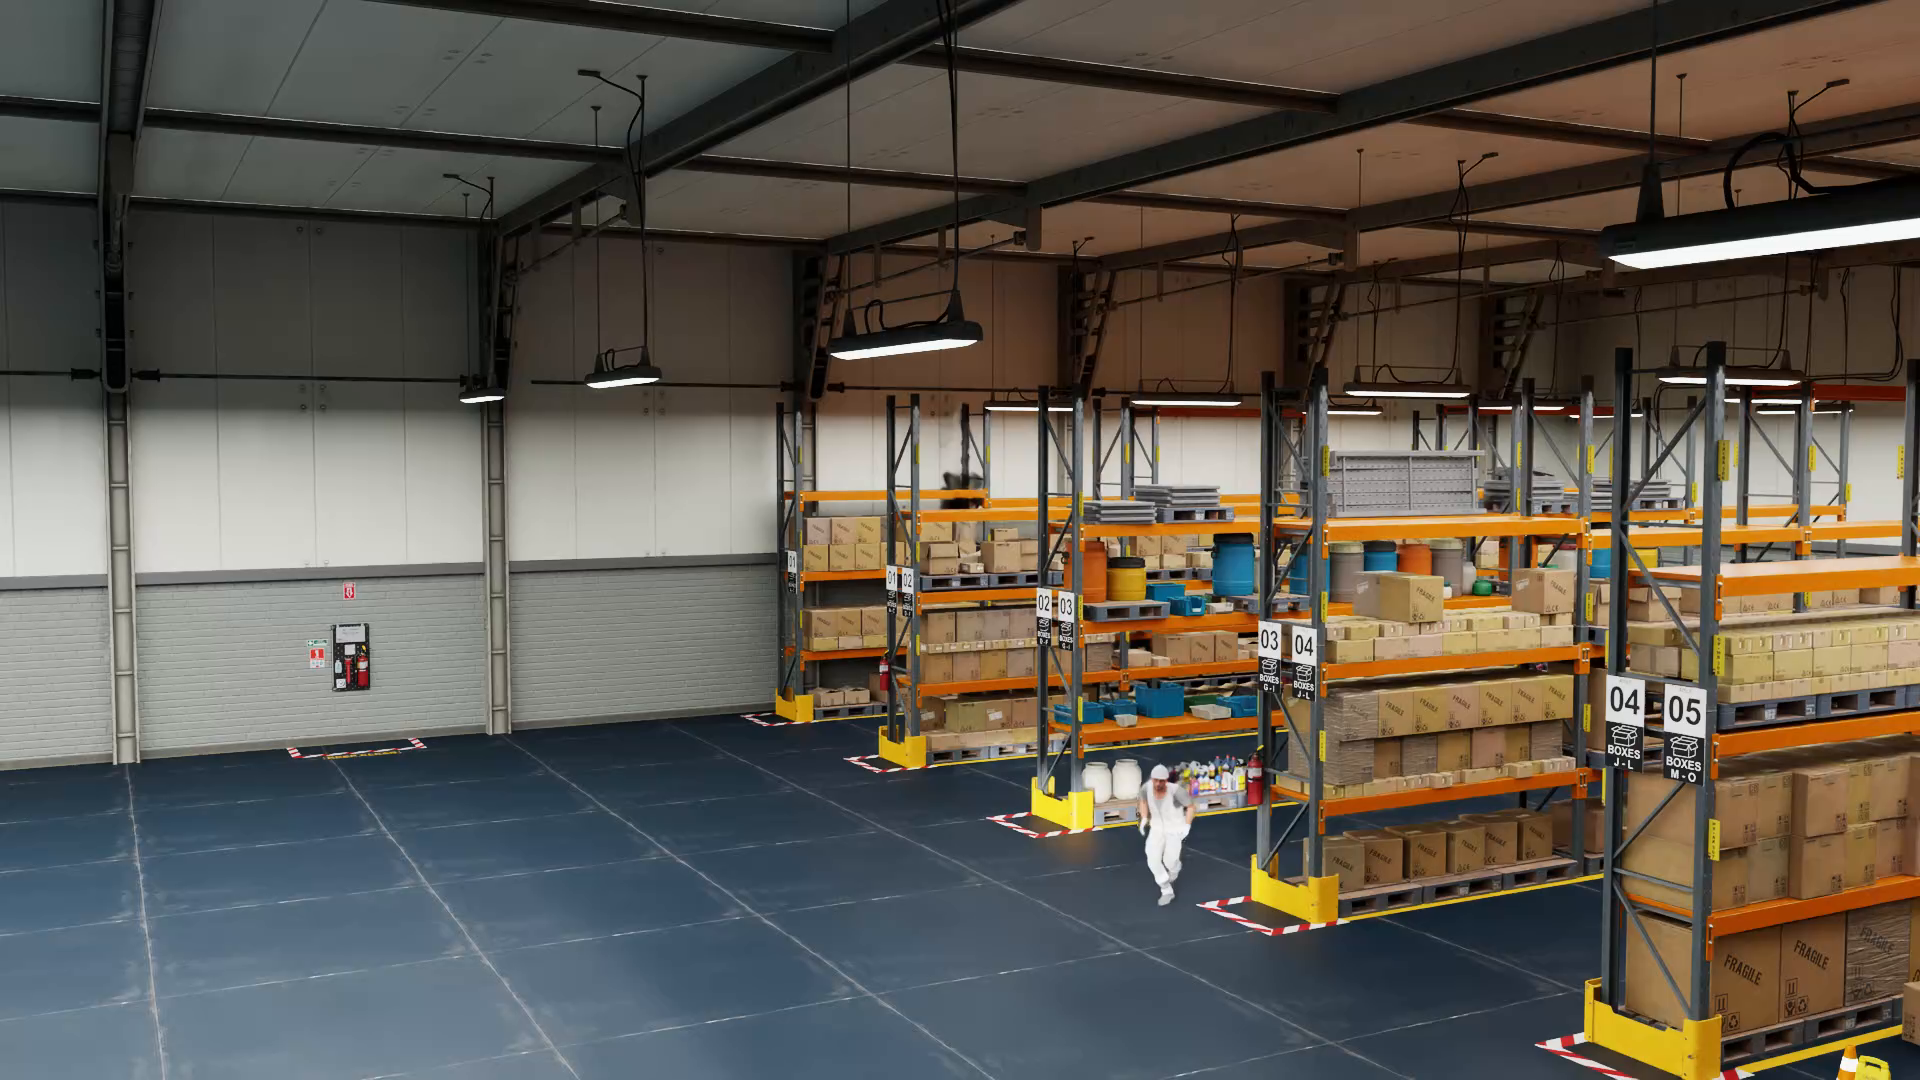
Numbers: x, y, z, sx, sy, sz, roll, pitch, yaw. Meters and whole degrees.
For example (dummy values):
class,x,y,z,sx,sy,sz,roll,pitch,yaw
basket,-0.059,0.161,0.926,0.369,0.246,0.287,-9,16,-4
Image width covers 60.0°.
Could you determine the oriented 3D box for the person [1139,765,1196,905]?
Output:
class,x,y,z,sx,sy,sz,roll,pitch,yaw
person,2.377,3.300,18.891,0.659,1.625,1.030,2,4,25
